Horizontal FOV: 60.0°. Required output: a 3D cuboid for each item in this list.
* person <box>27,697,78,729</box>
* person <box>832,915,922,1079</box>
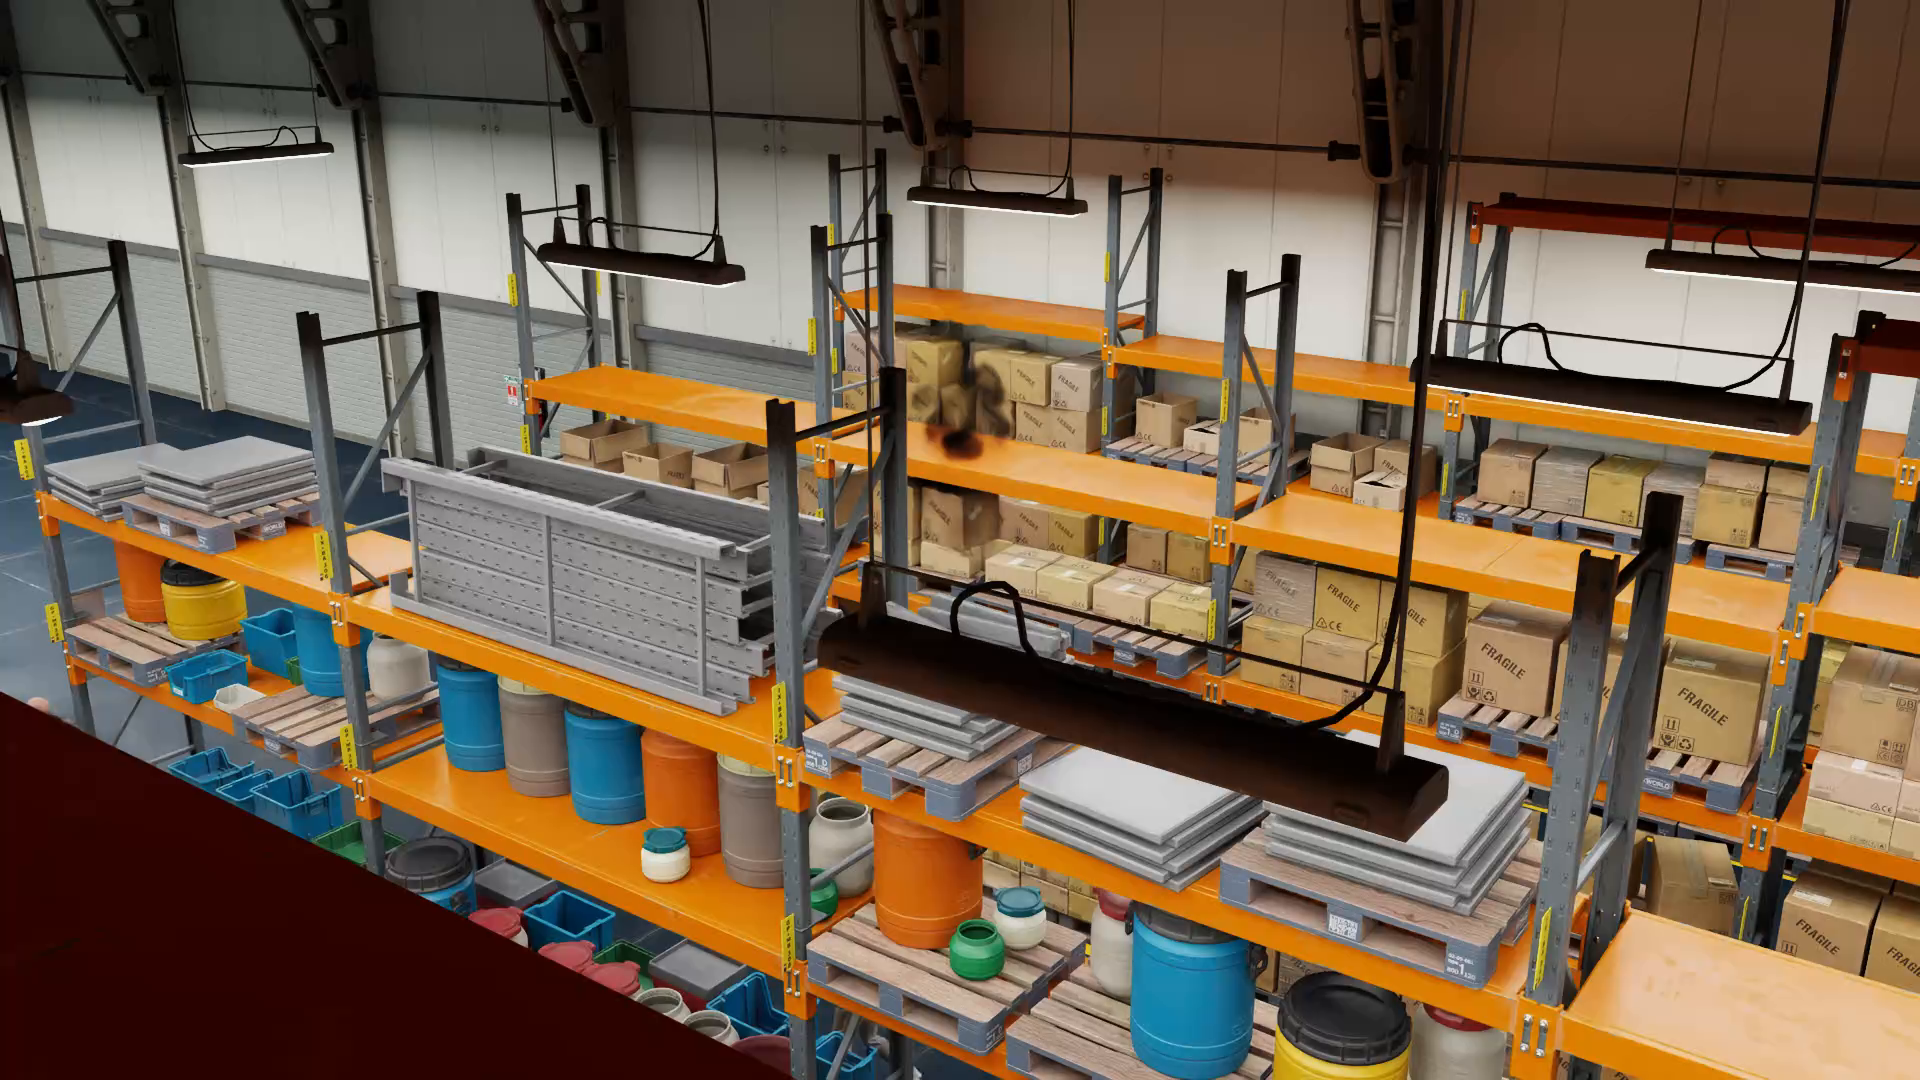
[{"bbox_3d":[-8.535,2.292,15.613,0.724,1.787,0.671,-8,20,-23],"label":"person"},{"bbox_3d":[-0.700,3.416,12.277,0.882,1.700,0.617,11,22,30],"label":"person"}]
